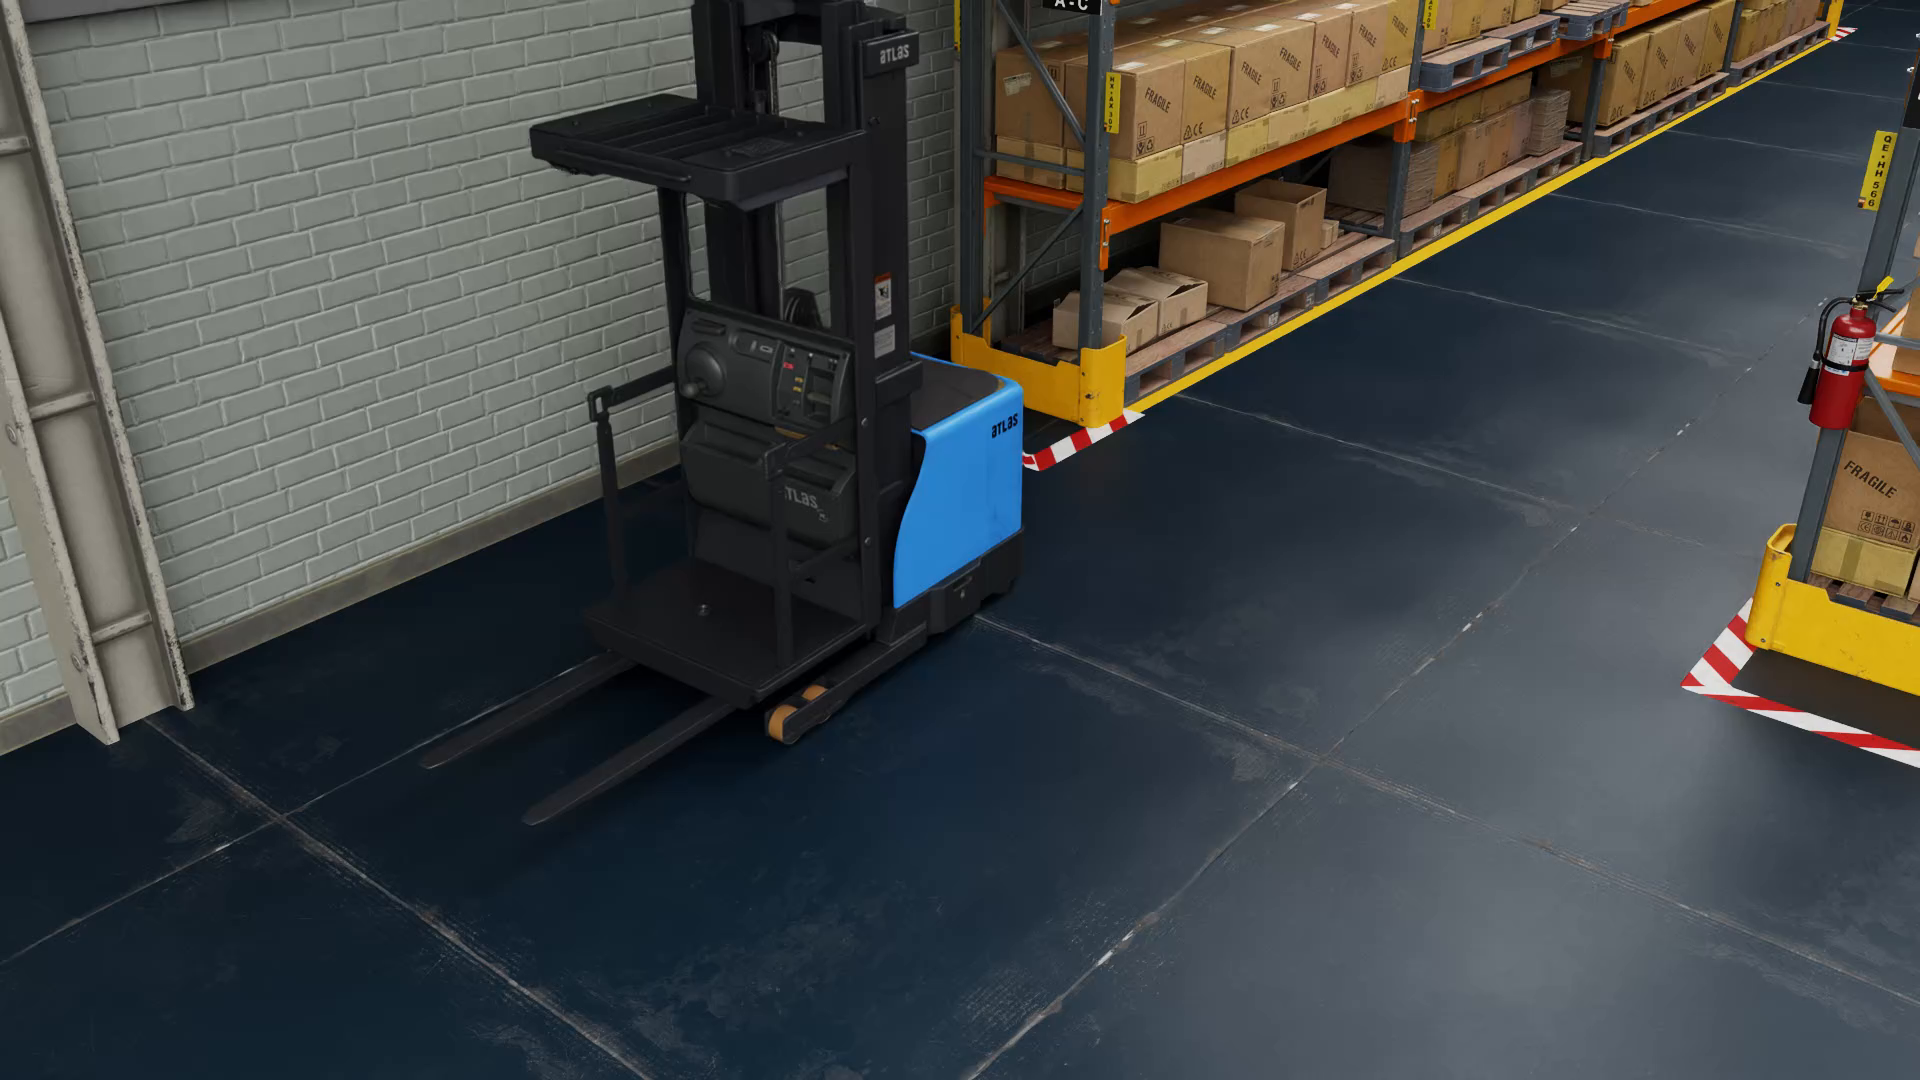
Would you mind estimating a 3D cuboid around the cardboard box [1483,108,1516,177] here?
[{"bbox_3d":[4.384,-3.519,14.530,0.700,0.500,0.500,21,34,34],"label":"cardboard box"}]

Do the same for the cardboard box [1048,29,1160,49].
[{"bbox_3d":[0.888,-2.882,10.381,0.500,0.500,0.500,21,34,35],"label":"cardboard box"}]

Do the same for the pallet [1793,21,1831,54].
[{"bbox_3d":[10.153,-6.329,20.755,1.003,0.211,1.213,21,34,34],"label":"pallet"}]

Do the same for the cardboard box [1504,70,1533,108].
[{"bbox_3d":[4.684,-4.002,14.647,0.500,0.250,0.500,21,34,35],"label":"cardboard box"}]

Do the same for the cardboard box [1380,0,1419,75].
[{"bbox_3d":[2.907,-3.637,11.841,0.500,0.500,0.500,21,34,34],"label":"cardboard box"}]

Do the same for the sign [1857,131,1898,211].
[{"bbox_3d":[3.839,-1.538,6.941,0.100,0.325,0.005,21,34,34],"label":"sign"}]

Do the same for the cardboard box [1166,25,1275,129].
[{"bbox_3d":[1.615,-2.912,10.440,0.500,0.500,0.500,19,33,33],"label":"cardboard box"}]

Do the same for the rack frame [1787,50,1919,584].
[{"bbox_3d":[4.249,-0.755,6.945,1.000,3.000,0.127,21,34,34],"label":"rack frame"}]

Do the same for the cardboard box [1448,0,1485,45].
[{"bbox_3d":[3.680,-4.226,13.067,0.500,0.500,0.700,-24,36,-39],"label":"cardboard box"}]

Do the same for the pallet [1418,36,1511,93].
[{"bbox_3d":[3.567,-3.763,12.968,1.003,0.211,1.213,21,34,34],"label":"pallet"}]

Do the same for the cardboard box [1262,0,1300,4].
[{"bbox_3d":[2.177,-3.607,11.783,0.500,0.500,0.500,21,34,34],"label":"cardboard box"}]

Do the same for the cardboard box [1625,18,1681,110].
[{"bbox_3d":[6.644,-4.801,16.648,0.750,0.750,0.750,21,34,34],"label":"cardboard box"}]

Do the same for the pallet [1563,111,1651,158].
[{"bbox_3d":[6.073,-4.057,16.362,1.003,0.211,1.213,21,34,34],"label":"pallet"}]

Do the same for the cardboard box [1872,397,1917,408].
[{"bbox_3d":[4.985,-0.689,8.537,0.500,0.500,0.500,21,34,34],"label":"cardboard box"}]

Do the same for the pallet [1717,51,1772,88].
[{"bbox_3d":[8.601,-5.464,19.083,1.003,0.211,1.213,21,34,34],"label":"pallet"}]

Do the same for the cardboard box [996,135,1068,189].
[{"bbox_3d":[0.572,-2.366,10.201,0.500,0.250,0.500,21,34,35],"label":"cardboard box"}]

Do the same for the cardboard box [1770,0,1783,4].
[{"bbox_3d":[9.302,-6.309,19.238,0.380,0.149,0.250,20,33,33],"label":"cardboard box"}]

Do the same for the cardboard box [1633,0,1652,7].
[{"bbox_3d":[6.302,-5.140,15.674,0.380,0.149,0.250,22,35,36],"label":"cardboard box"}]

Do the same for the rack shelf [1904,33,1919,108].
[{"bbox_3d":[5.521,-2.477,7.792,1.077,0.370,4.000,21,34,34],"label":"rack shelf"}]

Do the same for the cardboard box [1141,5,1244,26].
[{"bbox_3d":[1.534,-3.245,11.083,0.500,0.500,0.500,21,34,35],"label":"cardboard box"}]

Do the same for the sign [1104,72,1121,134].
[{"bbox_3d":[0.843,-2.427,9.236,0.100,0.325,0.005,21,34,34],"label":"sign"}]

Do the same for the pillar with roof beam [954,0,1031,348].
[{"bbox_3d":[3.524,-4.109,6.899,9.100,9.000,0.400,21,34,34],"label":"pillar with roof beam"}]

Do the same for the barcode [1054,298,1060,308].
[{"bbox_3d":[0.637,-1.549,10.917,0.001,0.075,0.075,21,34,34],"label":"barcode"}]

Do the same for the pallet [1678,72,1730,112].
[{"bbox_3d":[7.625,-4.922,18.035,1.003,0.211,1.213,21,34,34],"label":"pallet"}]

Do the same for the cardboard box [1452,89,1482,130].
[{"bbox_3d":[4.029,-3.646,13.960,0.500,0.250,0.500,20,33,33],"label":"cardboard box"}]

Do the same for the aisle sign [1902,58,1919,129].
[{"bbox_3d":[3.981,-1.972,6.469,0.394,0.787,0.004,21,34,34],"label":"aisle sign"}]

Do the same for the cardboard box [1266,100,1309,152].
[{"bbox_3d":[1.951,-2.770,10.981,0.500,0.250,0.500,21,34,35],"label":"cardboard box"}]

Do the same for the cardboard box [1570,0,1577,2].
[{"bbox_3d":[5.222,-5.108,14.772,0.700,0.500,0.500,16,32,29],"label":"cardboard box"}]

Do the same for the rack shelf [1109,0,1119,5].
[{"bbox_3d":[1.696,-3.923,10.588,1.077,0.370,4.000,21,34,34],"label":"rack shelf"}]

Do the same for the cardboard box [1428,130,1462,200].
[{"bbox_3d":[3.714,-3.169,13.852,0.700,0.500,0.500,20,33,33],"label":"cardboard box"}]

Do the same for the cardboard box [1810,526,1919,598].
[{"bbox_3d":[4.362,0.003,8.015,0.500,0.250,0.500,21,34,34],"label":"cardboard box"}]

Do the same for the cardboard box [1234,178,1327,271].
[{"bbox_3d":[2.339,-2.325,12.222,0.500,0.500,0.500,18,32,31],"label":"cardboard box"}]

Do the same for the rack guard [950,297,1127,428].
[{"bbox_3d":[0.473,-1.118,10.367,1.175,0.500,0.348,21,34,34],"label":"rack guard"}]

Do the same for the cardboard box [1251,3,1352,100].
[{"bbox_3d":[2.265,-3.283,11.157,0.500,0.500,0.500,20,33,33],"label":"cardboard box"}]

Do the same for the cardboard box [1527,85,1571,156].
[{"bbox_3d":[5.095,-3.853,15.174,0.700,0.500,0.500,21,34,35],"label":"cardboard box"}]

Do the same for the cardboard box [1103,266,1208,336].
[{"bbox_3d":[1.296,-1.624,11.072,0.500,0.311,0.500,24,36,38],"label":"cardboard box"}]

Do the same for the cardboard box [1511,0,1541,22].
[{"bbox_3d":[4.446,-4.660,13.906,0.700,0.500,0.500,21,34,34],"label":"cardboard box"}]

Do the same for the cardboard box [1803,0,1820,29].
[{"bbox_3d":[10.233,-6.673,20.648,0.700,0.500,0.500,21,34,34],"label":"cardboard box"}]

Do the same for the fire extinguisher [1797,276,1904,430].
[{"bbox_3d":[3.816,-0.815,7.144,0.296,0.674,0.183,21,34,34],"label":"fire extinguisher"}]

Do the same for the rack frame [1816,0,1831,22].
[{"bbox_3d":[10.601,-7.874,20.707,1.000,3.000,0.127,21,34,34],"label":"rack frame"}]

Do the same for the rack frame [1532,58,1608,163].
[{"bbox_3d":[5.513,-5.038,15.224,1.000,3.000,0.127,21,34,34],"label":"rack frame"}]

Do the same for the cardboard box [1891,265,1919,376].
[{"bbox_3d":[4.556,-0.961,7.235,0.700,0.500,0.500,21,34,34],"label":"cardboard box"}]

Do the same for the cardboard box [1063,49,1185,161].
[{"bbox_3d":[0.960,-2.558,9.756,0.500,0.500,0.500,21,34,34],"label":"cardboard box"}]

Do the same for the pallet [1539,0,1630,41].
[{"bbox_3d":[5.142,-4.669,14.719,1.213,0.211,1.003,21,34,34],"label":"pallet"}]

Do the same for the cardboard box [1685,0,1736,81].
[{"bbox_3d":[7.744,-5.419,17.844,0.750,0.750,0.750,21,34,35],"label":"cardboard box"}]

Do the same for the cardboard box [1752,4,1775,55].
[{"bbox_3d":[8.934,-5.945,19.240,0.700,0.500,0.500,20,34,34],"label":"cardboard box"}]

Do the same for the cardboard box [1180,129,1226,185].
[{"bbox_3d":[1.299,-2.412,10.290,0.500,0.250,0.500,20,33,33],"label":"cardboard box"}]

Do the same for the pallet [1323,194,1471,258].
[{"bbox_3d":[3.463,-2.658,13.658,1.003,0.211,1.213,21,34,34],"label":"pallet"}]

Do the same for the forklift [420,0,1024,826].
[{"bbox_3d":[-0.965,-0.688,6.891,1.130,2.935,3.031,19,33,32],"label":"forklift"}]

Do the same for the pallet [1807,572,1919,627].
[{"bbox_3d":[4.703,0.200,8.133,1.003,0.211,1.213,21,34,34],"label":"pallet"}]

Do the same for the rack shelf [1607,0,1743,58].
[{"bbox_3d":[6.785,-5.427,16.760,1.077,0.370,4.000,21,34,34],"label":"rack shelf"}]

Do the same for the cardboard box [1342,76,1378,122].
[{"bbox_3d":[2.578,-3.131,11.680,0.500,0.250,0.500,21,34,35],"label":"cardboard box"}]

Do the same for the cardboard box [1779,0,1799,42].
[{"bbox_3d":[9.596,-6.317,19.960,0.700,0.500,0.500,19,33,33],"label":"cardboard box"}]
